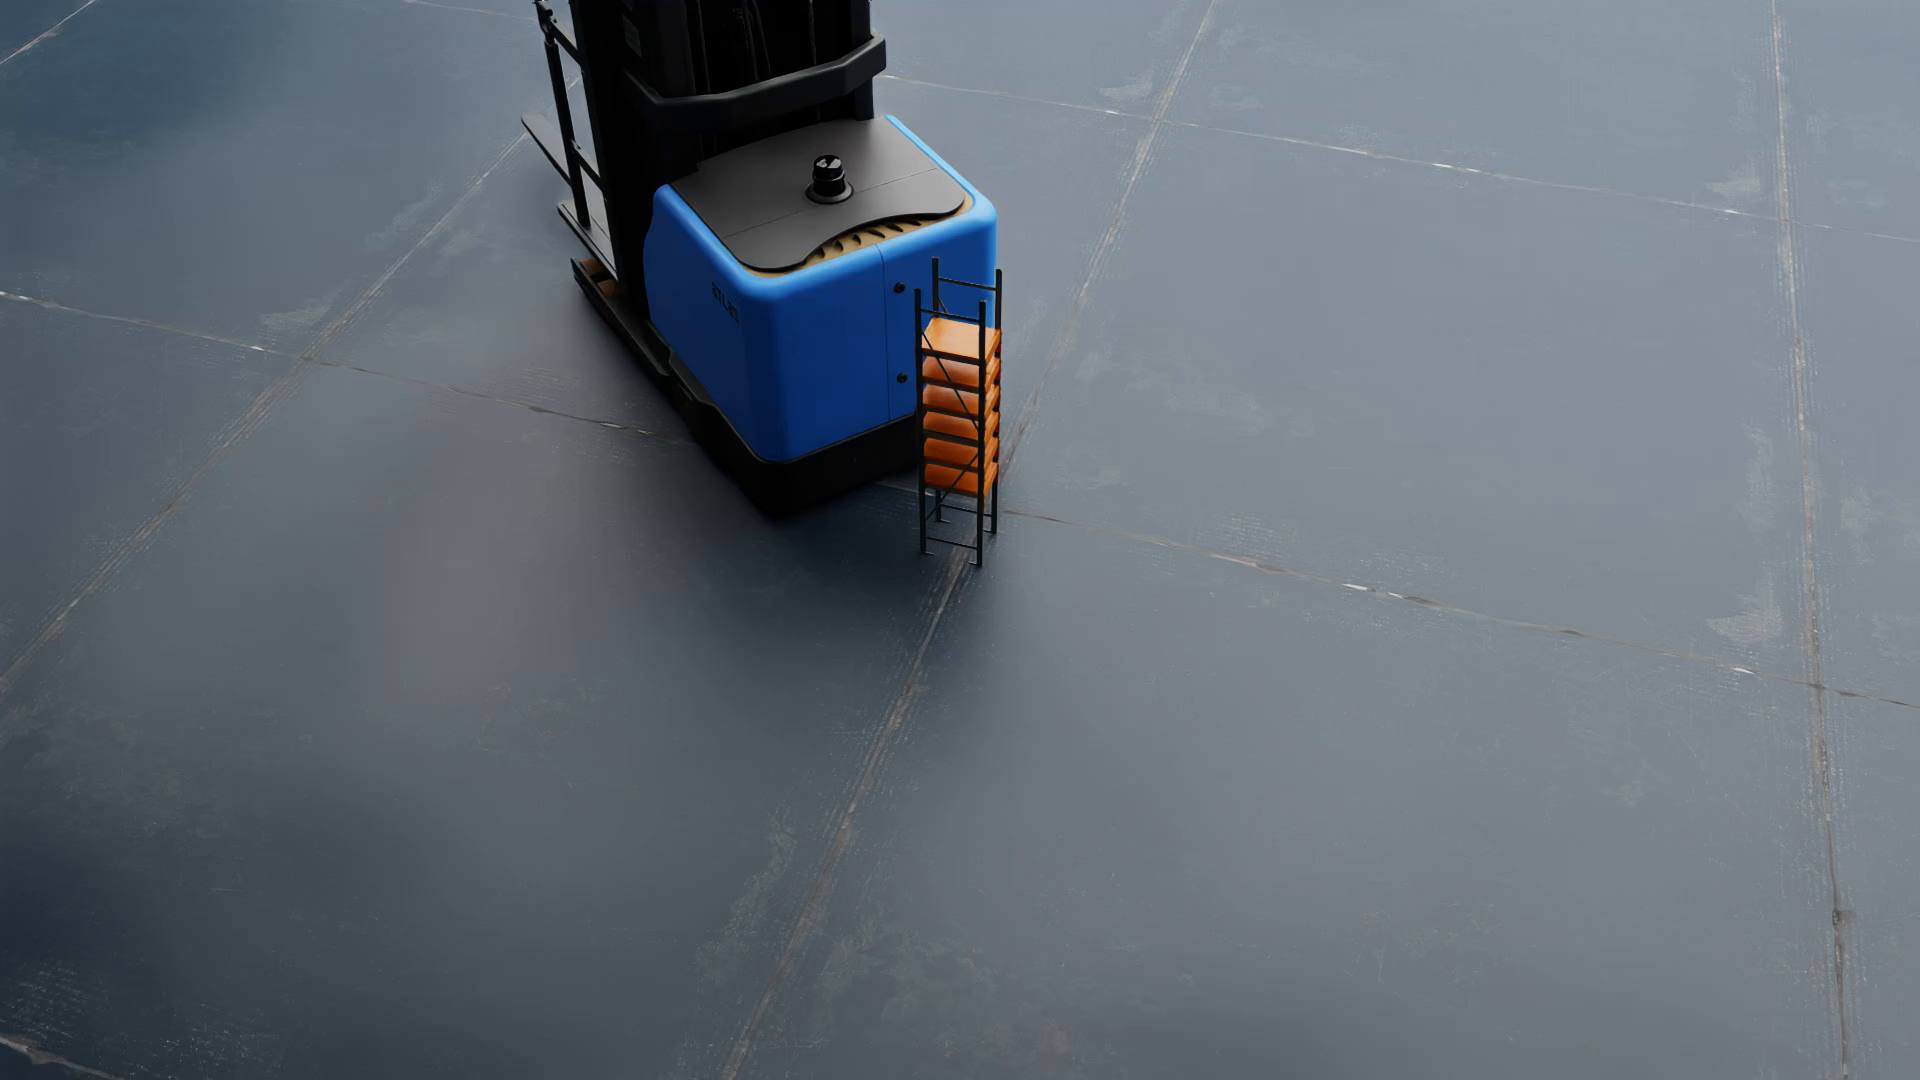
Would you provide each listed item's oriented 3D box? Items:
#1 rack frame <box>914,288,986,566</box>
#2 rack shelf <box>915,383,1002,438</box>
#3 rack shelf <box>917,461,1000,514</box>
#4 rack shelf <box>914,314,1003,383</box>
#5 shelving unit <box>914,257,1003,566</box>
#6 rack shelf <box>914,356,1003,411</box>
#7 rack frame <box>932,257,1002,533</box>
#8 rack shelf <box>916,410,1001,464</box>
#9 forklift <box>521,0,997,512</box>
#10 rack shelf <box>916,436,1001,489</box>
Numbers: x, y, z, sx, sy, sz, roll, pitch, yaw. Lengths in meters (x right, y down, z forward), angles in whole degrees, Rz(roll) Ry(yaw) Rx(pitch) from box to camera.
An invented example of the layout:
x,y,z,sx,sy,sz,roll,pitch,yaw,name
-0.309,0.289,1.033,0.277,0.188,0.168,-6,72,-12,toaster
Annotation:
x,y,z,sx,sy,sz,roll,pitch,yaw,name
-0.032,-0.358,5.758,0.240,1.200,0.006,13,46,13,rack frame
-0.004,-0.473,5.768,0.258,0.103,0.180,13,46,13,rack shelf
-0.004,-0.216,6.019,0.258,0.103,0.180,13,46,13,rack shelf
-0.004,-0.645,5.600,0.258,0.103,0.180,13,46,13,rack shelf
-0.004,-0.419,5.820,0.258,1.200,0.189,13,46,13,shelving unit
-0.004,-0.559,5.684,0.258,0.103,0.180,13,46,13,rack shelf
0.023,-0.480,5.883,0.240,1.200,0.006,13,46,13,rack frame
-0.004,-0.387,5.852,0.258,0.103,0.180,13,46,13,rack shelf
-1.048,-2.168,6.370,1.130,2.935,3.031,-23,49,-22,forklift
-0.004,-0.302,5.936,0.258,0.103,0.180,13,46,13,rack shelf
